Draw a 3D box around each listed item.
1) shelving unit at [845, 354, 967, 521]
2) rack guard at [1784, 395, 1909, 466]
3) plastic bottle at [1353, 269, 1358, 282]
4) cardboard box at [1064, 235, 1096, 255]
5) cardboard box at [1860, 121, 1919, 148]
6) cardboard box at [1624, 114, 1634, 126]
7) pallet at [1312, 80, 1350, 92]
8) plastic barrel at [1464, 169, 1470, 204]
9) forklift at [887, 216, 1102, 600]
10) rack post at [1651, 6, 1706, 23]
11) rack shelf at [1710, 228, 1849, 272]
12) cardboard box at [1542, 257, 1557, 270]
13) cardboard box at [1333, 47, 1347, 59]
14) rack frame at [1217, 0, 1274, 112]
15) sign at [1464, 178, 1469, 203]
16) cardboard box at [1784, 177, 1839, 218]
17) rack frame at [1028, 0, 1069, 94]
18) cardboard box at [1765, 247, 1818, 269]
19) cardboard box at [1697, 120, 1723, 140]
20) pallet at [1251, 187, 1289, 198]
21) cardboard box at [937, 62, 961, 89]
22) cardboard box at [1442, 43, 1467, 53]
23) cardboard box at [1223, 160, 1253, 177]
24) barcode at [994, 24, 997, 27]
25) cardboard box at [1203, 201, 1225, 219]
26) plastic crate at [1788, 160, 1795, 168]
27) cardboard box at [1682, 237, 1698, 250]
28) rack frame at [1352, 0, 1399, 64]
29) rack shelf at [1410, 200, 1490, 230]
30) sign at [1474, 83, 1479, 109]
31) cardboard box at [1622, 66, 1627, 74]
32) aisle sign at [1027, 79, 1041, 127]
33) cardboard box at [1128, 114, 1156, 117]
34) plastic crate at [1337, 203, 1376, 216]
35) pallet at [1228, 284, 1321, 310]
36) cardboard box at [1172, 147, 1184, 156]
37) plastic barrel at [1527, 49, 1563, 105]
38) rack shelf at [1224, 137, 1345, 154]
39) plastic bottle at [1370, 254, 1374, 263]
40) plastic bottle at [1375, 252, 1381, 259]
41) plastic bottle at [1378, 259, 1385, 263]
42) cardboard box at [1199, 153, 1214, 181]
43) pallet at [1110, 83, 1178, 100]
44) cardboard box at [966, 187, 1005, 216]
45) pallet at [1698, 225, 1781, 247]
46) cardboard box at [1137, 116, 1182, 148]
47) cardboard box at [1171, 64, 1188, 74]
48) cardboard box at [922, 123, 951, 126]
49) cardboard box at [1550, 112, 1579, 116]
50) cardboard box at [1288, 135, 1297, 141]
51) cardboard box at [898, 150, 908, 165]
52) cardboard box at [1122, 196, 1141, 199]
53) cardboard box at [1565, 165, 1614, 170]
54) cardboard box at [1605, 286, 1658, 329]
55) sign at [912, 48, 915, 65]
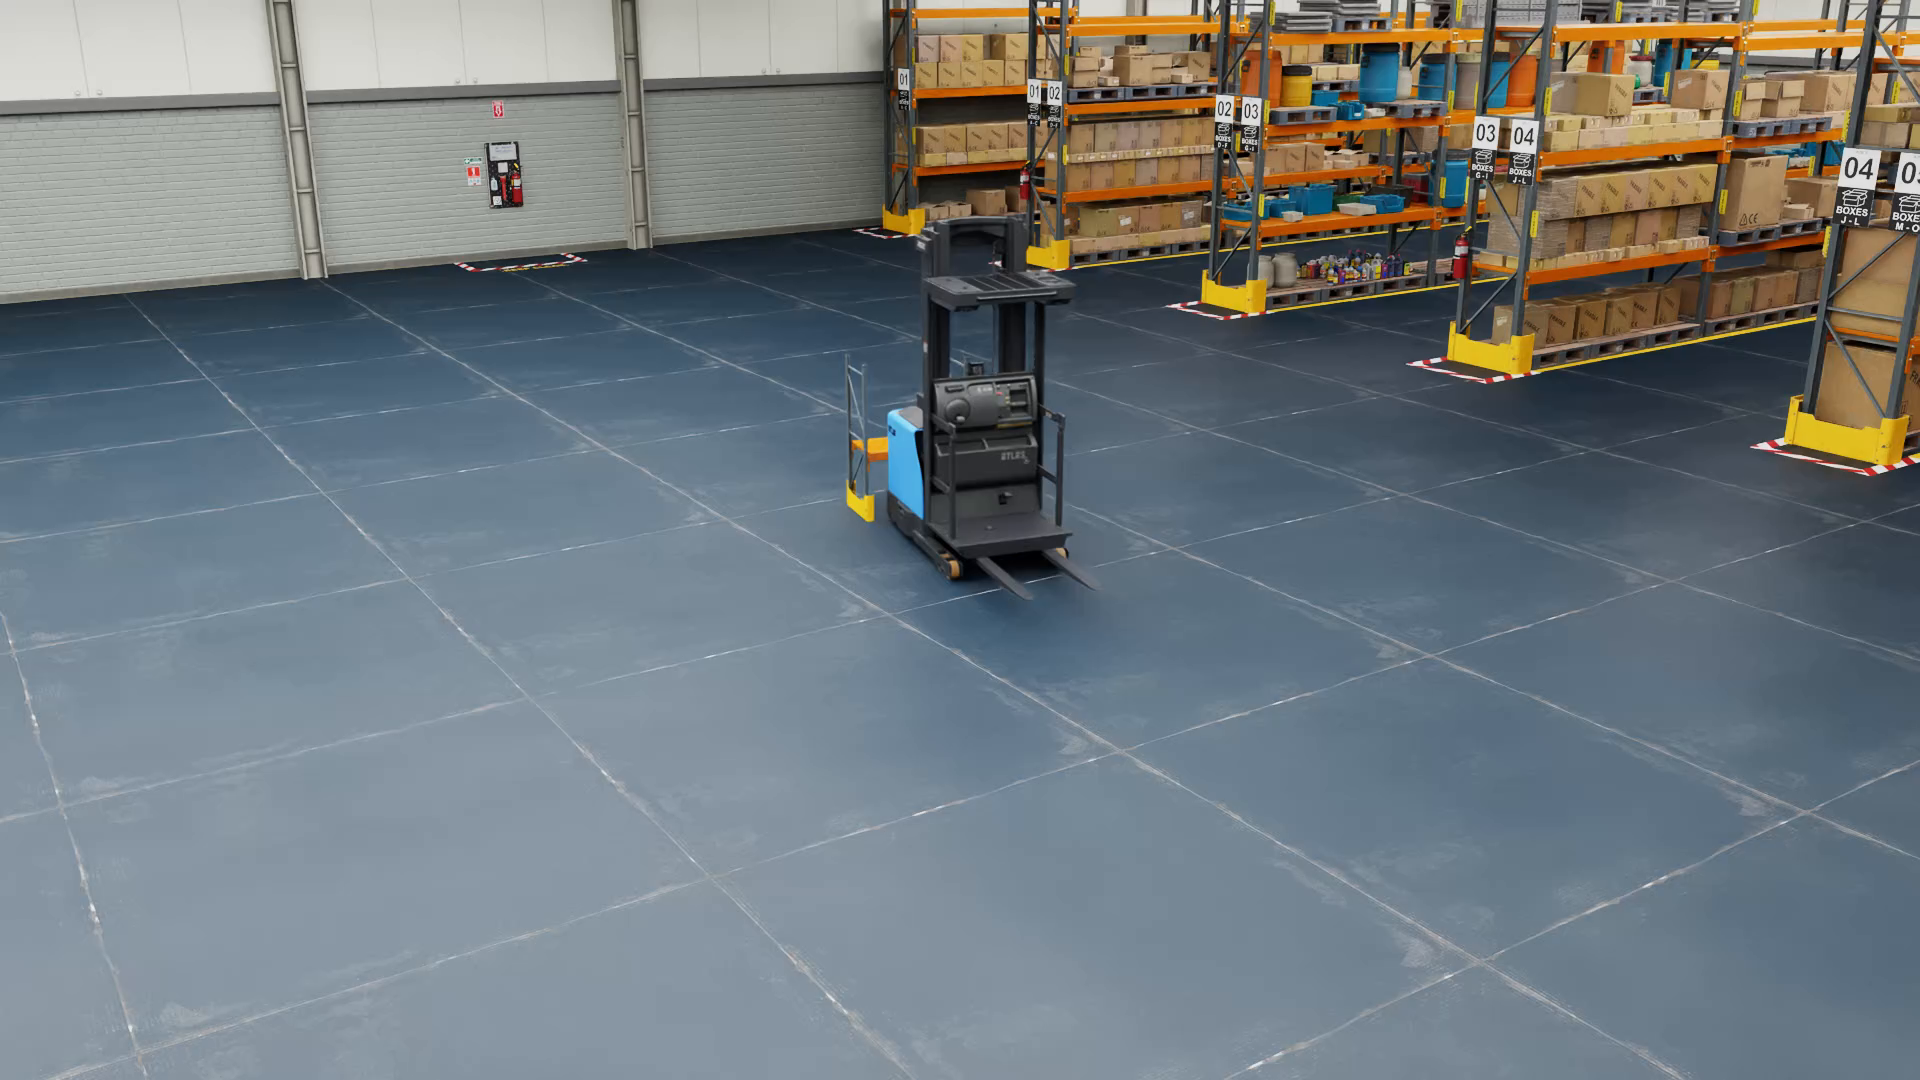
[{"bbox_3d":[-0.500,-1.040,15.980,1.083,1.500,0.587,-8,20,-22],"label":"shelving unit"},{"bbox_3d":[9.587,-1.200,18.015,0.348,0.500,1.175,-12,22,-31],"label":"rack guard"},{"bbox_3d":[6.378,-4.272,26.881,0.097,0.201,0.097,0,19,0],"label":"plastic bottle"},{"bbox_3d":[2.089,-5.315,29.920,0.500,0.250,0.500,-12,22,-31],"label":"cardboard box"},{"bbox_3d":[9.862,-4.287,17.516,0.500,0.250,0.500,-12,22,-31],"label":"cardboard box"},{"bbox_3d":[8.609,-5.535,21.862,0.250,0.149,0.380,-12,22,-32],"label":"cardboard box"},{"bbox_3d":[6.750,-8.783,32.152,1.213,0.211,1.003,-11,21,-29],"label":"pallet"},{"bbox_3d":[8.500,-5.937,27.910,0.433,0.535,0.433,0,19,0],"label":"plastic barrel"},{"bbox_3d":[0.303,-1.198,14.212,1.130,2.935,3.031,-7,20,-19],"label":"forklift"},{"bbox_3d":[12.642,-9.386,29.739,0.954,0.300,0.937,-9,21,-26],"label":"rack post"},{"bbox_3d":[11.975,-4.449,24.845,4.000,0.370,1.077,-12,22,-31],"label":"rack shelf"},{"bbox_3d":[7.552,-3.640,21.719,0.250,0.149,0.380,-12,22,-31],"label":"cardboard box"},{"bbox_3d":[9.256,-11.601,39.615,0.500,0.250,0.500,-12,22,-31],"label":"cardboard box"},{"bbox_3d":[4.240,-7.900,24.562,0.127,3.000,1.000,-12,22,-31],"label":"rack frame"},{"bbox_3d":[6.675,-4.583,21.817,0.005,0.325,0.100,-12,22,-31],"label":"sign"},{"bbox_3d":[12.805,-5.158,25.006,0.500,0.500,0.700,-8,20,-23],"label":"cardboard box"},{"bbox_3d":[1.519,-9.226,28.483,0.127,3.000,1.000,-12,22,-31],"label":"rack frame"},{"bbox_3d":[12.665,-4.300,25.324,0.500,0.250,0.500,-9,21,-25],"label":"cardboard box"},{"bbox_3d":[10.067,-5.638,22.787,0.500,0.250,0.500,-11,22,-29],"label":"cardboard box"},{"bbox_3d":[7.190,-8.128,38.958,1.213,0.211,1.003,-12,22,-31],"label":"pallet"},{"bbox_3d":[-0.324,-9.263,33.089,0.500,0.500,0.500,-10,21,-28],"label":"cardboard box"},{"bbox_3d":[9.967,-9.907,34.215,0.600,0.600,0.600,-13,23,-34],"label":"cardboard box"},{"bbox_3d":[5.247,-7.116,31.843,0.500,0.250,0.500,-10,21,-28],"label":"cardboard box"},{"bbox_3d":[0.735,-10.604,34.276,0.075,0.075,0.001,-12,22,-31],"label":"barcode"},{"bbox_3d":[5.040,-6.398,32.249,0.500,0.311,0.500,-12,22,-31],"label":"cardboard box"},{"bbox_3d":[16.315,-7.428,32.850,0.250,0.136,0.298,-12,22,-31],"label":"plastic crate"},{"bbox_3d":[10.073,-4.161,23.261,0.250,0.149,0.380,-12,22,-31],"label":"cardboard box"},{"bbox_3d":[8.200,-10.635,32.651,0.127,3.000,1.000,-12,22,-31],"label":"rack frame"},{"bbox_3d":[9.251,-5.774,28.764,4.000,0.370,1.077,-12,22,-31],"label":"rack shelf"},{"bbox_3d":[6.675,-5.726,21.431,0.005,0.325,0.100,-12,22,-31],"label":"sign"},{"bbox_3d":[14.598,-10.391,36.847,0.500,0.250,0.500,-12,22,-31],"label":"cardboard box"},{"bbox_3d":[1.302,-7.682,29.225,0.004,0.787,0.394,-12,22,-31],"label":"aisle sign"},{"bbox_3d":[4.057,-9.062,36.523,0.500,0.500,0.700,-12,22,-31],"label":"cardboard box"},{"bbox_3d":[6.364,-5.284,26.602,0.437,0.136,0.530,-12,22,-31],"label":"plastic crate"},{"bbox_3d":[4.959,-3.905,26.465,1.213,0.211,1.003,-12,22,-31],"label":"pallet"},{"bbox_3d":[3.899,-7.159,30.568,0.250,0.149,0.380,-12,22,-32],"label":"cardboard box"},{"bbox_3d":[10.116,-8.039,28.874,0.600,0.901,0.600,0,19,0],"label":"plastic barrel"},{"bbox_3d":[7.143,-9.129,38.686,4.000,0.370,1.077,-12,22,-31],"label":"rack shelf"},{"bbox_3d":[6.877,-4.653,27.878,0.133,0.283,0.061,-12,22,-31],"label":"plastic bottle"},{"bbox_3d":[7.073,-4.740,28.154,0.097,0.271,0.097,0,19,0],"label":"plastic bottle"},{"bbox_3d":[6.938,-4.492,27.413,0.135,0.276,0.152,-12,22,-31],"label":"plastic bottle"},{"bbox_3d":[4.492,-7.056,31.275,0.500,0.500,0.700,-13,22,-33],"label":"cardboard box"},{"bbox_3d":[3.143,-8.096,29.965,1.213,0.211,1.003,-12,22,-31],"label":"pallet"},{"bbox_3d":[0.535,-7.046,34.620,0.500,0.500,0.700,-14,23,-35],"label":"cardboard box"},{"bbox_3d":[11.023,-4.443,24.002,1.213,0.211,1.003,-12,22,-31],"label":"pallet"},{"bbox_3d":[3.652,-7.493,30.543,0.500,0.500,0.700,-12,22,-31],"label":"cardboard box"},{"bbox_3d":[3.843,-8.619,30.637,0.500,0.311,0.500,-13,23,-34],"label":"cardboard box"},{"bbox_3d":[-0.506,-8.228,33.930,0.500,0.500,0.500,-12,22,-31],"label":"cardboard box"},{"bbox_3d":[7.946,-5.557,21.927,0.250,0.149,0.380,-12,22,-31],"label":"cardboard box"},{"bbox_3d":[7.602,-9.365,38.623,0.250,0.149,0.380,-13,22,-33],"label":"cardboard box"},{"bbox_3d":[-0.925,-7.781,33.779,0.500,0.250,0.500,-12,22,-31],"label":"cardboard box"},{"bbox_3d":[3.590,-7.754,36.714,0.500,0.500,0.700,-12,22,-31],"label":"cardboard box"},{"bbox_3d":[8.543,-4.821,22.640,0.500,0.500,0.500,-12,22,-31],"label":"cardboard box"},{"bbox_3d":[9.474,-3.290,23.540,0.500,0.500,0.500,-5,19,-14],"label":"cardboard box"},{"bbox_3d":[-0.910,-9.398,32.311,0.005,0.325,0.100,-12,22,-31],"label":"sign"}]
